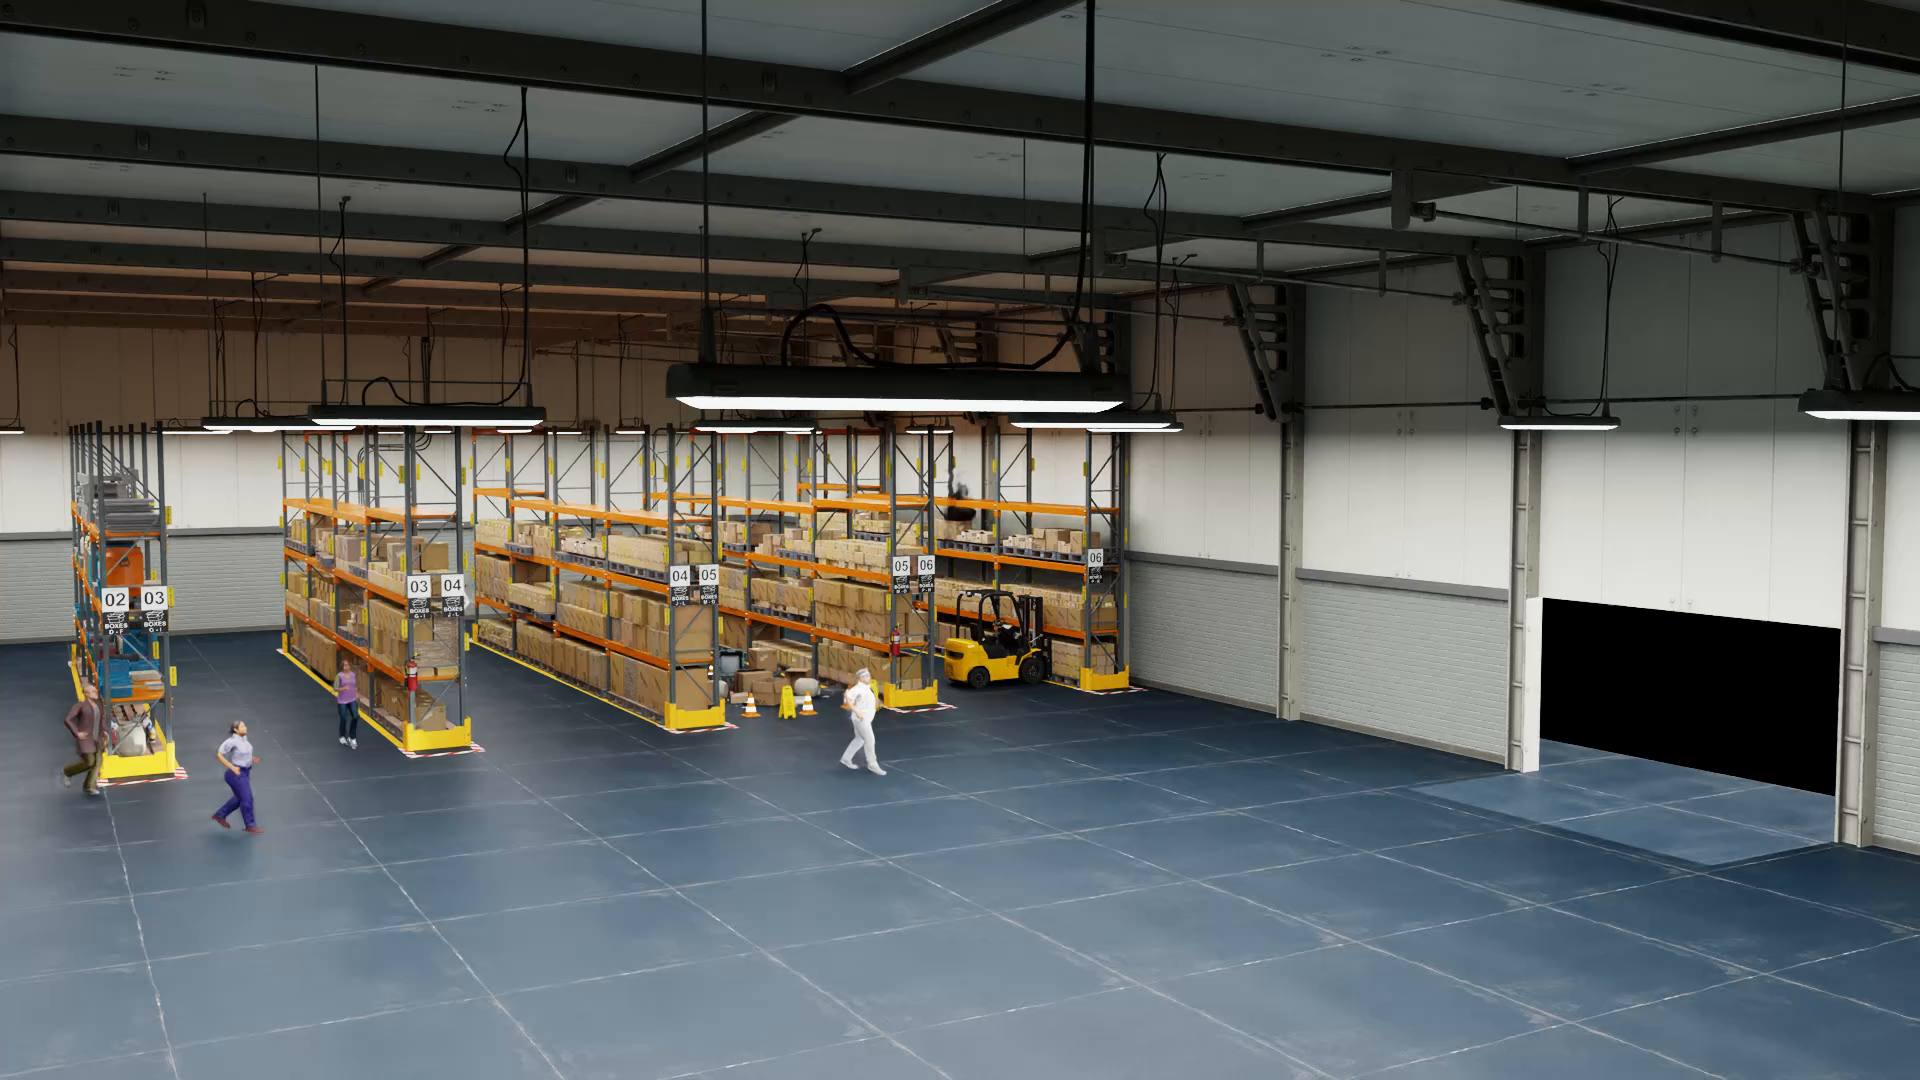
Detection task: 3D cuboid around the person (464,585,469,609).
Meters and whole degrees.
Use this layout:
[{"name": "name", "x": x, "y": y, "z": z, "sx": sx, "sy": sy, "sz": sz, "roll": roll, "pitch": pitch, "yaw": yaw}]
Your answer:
[{"name": "person", "x": -14.441, "y": 1.993, "z": 47.601, "sx": 0.608, "sy": 1.604, "sz": 0.715, "roll": -2, "pitch": 4, "yaw": -34}]

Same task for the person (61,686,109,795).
[{"name": "person", "x": -14.031, "y": 3.208, "z": 26.824, "sx": 0.761, "sy": 1.705, "sz": 0.761, "roll": 1, "pitch": 4, "yaw": 18}]

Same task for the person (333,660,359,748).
[{"name": "person", "x": -11.314, "y": 3.025, "z": 30.709, "sx": 0.514, "sy": 1.639, "sz": 0.666, "roll": -3, "pitch": 4, "yaw": -36}]

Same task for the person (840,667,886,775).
[{"name": "person", "x": -1.658, "y": 3.071, "z": 28.368, "sx": 0.832, "sy": 1.816, "sz": 0.651, "roll": 0, "pitch": 4, "yaw": 7}]

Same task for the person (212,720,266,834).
[{"name": "person", "x": -10.433, "y": 3.426, "z": 24.023, "sx": 0.780, "sy": 1.654, "sz": 0.611, "roll": 0, "pitch": 4, "yaw": -5}]
